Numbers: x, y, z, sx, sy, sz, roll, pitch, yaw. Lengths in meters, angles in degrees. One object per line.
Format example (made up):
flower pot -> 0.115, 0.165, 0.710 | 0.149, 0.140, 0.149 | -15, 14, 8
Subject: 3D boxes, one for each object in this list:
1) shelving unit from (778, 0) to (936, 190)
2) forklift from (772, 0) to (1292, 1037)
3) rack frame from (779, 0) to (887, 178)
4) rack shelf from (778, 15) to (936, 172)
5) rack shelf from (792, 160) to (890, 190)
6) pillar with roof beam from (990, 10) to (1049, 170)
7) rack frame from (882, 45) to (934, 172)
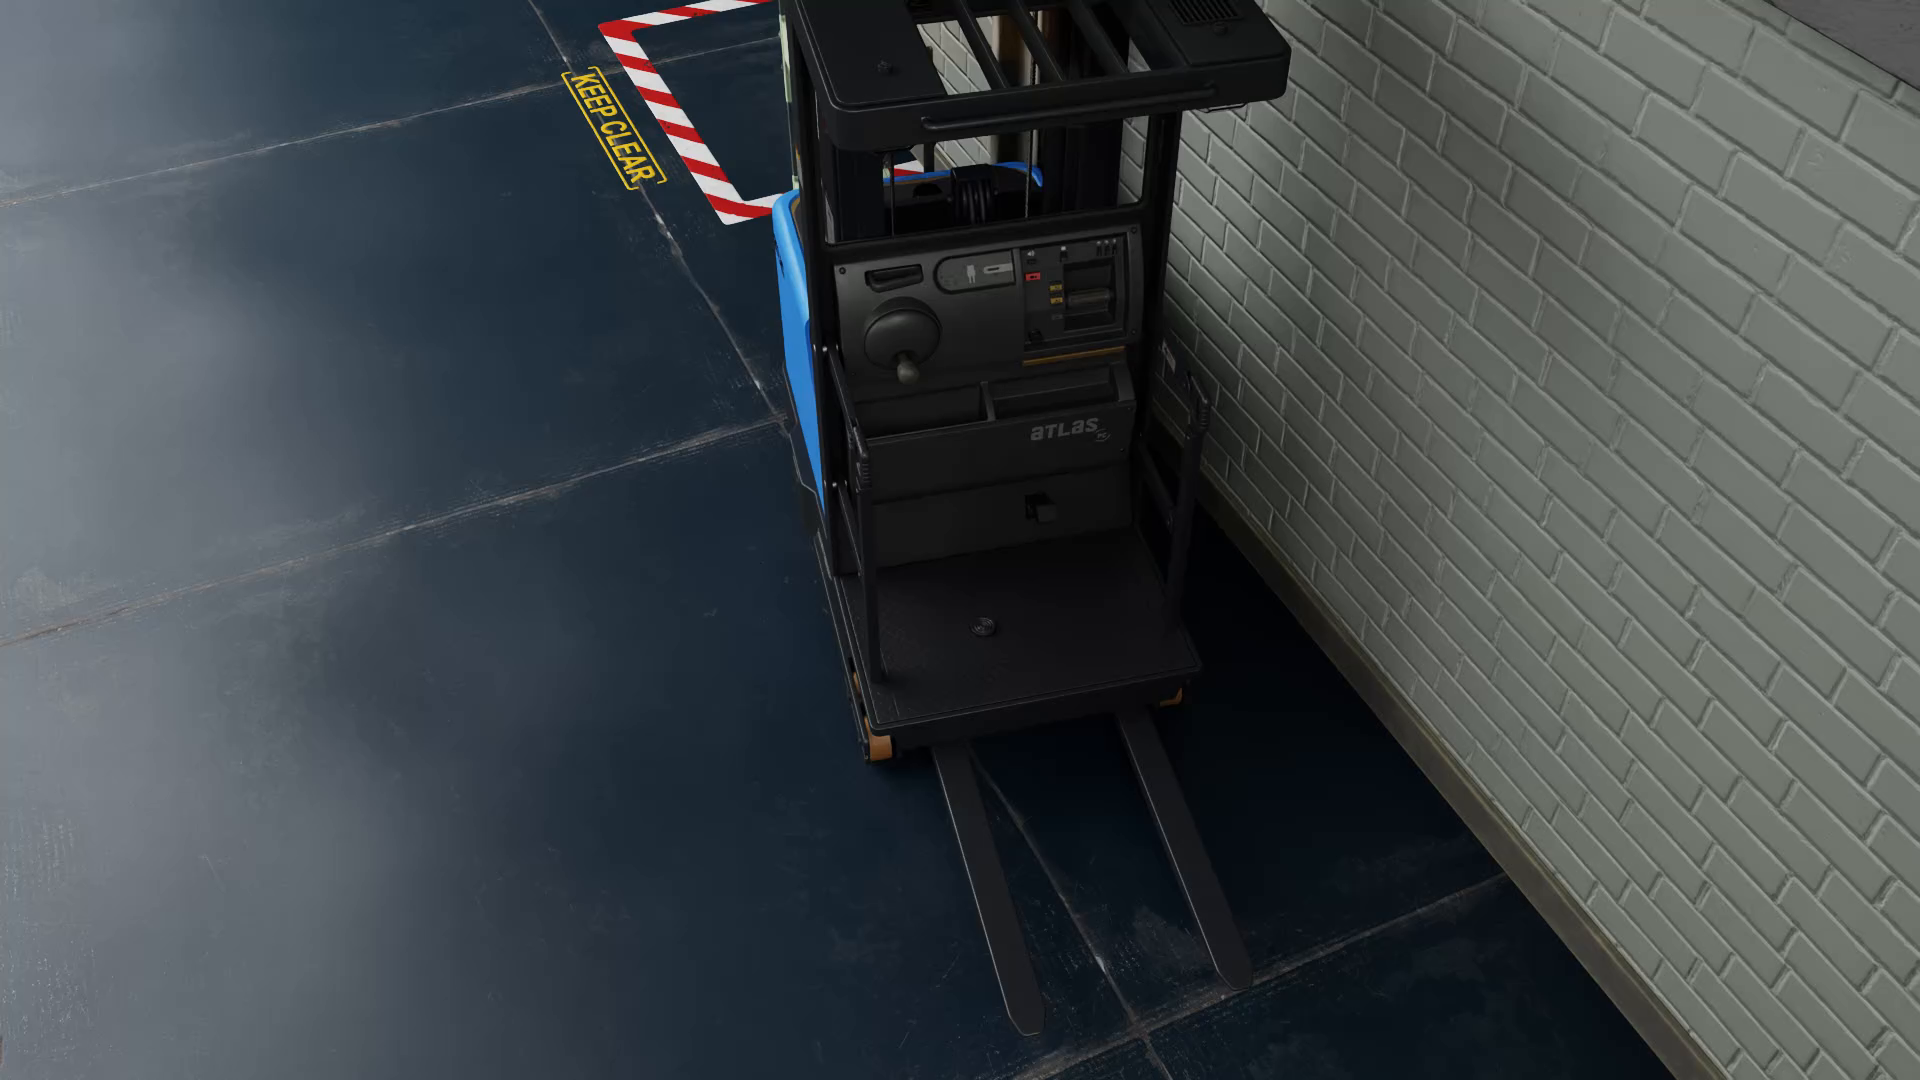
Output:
shelving unit -> -0.397, -1.418, 6.619 | 0.431, 1.500, 0.755 | -12, 46, -12
forklift -> 0.146, -0.613, 4.784 | 1.130, 2.935, 3.031 | -10, 45, -10
rack frame -> -0.503, -1.664, 6.868 | 0.400, 1.500, 0.023 | -12, 46, -12
rack shelf -> -0.397, -1.696, 6.345 | 0.431, 0.370, 0.720 | -12, 46, -12
rack shelf -> -0.397, -1.186, 6.848 | 0.431, 0.370, 0.720 | -12, 46, -12
pillar with roof beam -> -3.567, -2.769, 2.649 | 9.100, 9.000, 0.400 | -18, 47, -17
rack frame -> -0.292, -1.172, 6.370 | 0.400, 1.500, 0.023 | -12, 46, -12
